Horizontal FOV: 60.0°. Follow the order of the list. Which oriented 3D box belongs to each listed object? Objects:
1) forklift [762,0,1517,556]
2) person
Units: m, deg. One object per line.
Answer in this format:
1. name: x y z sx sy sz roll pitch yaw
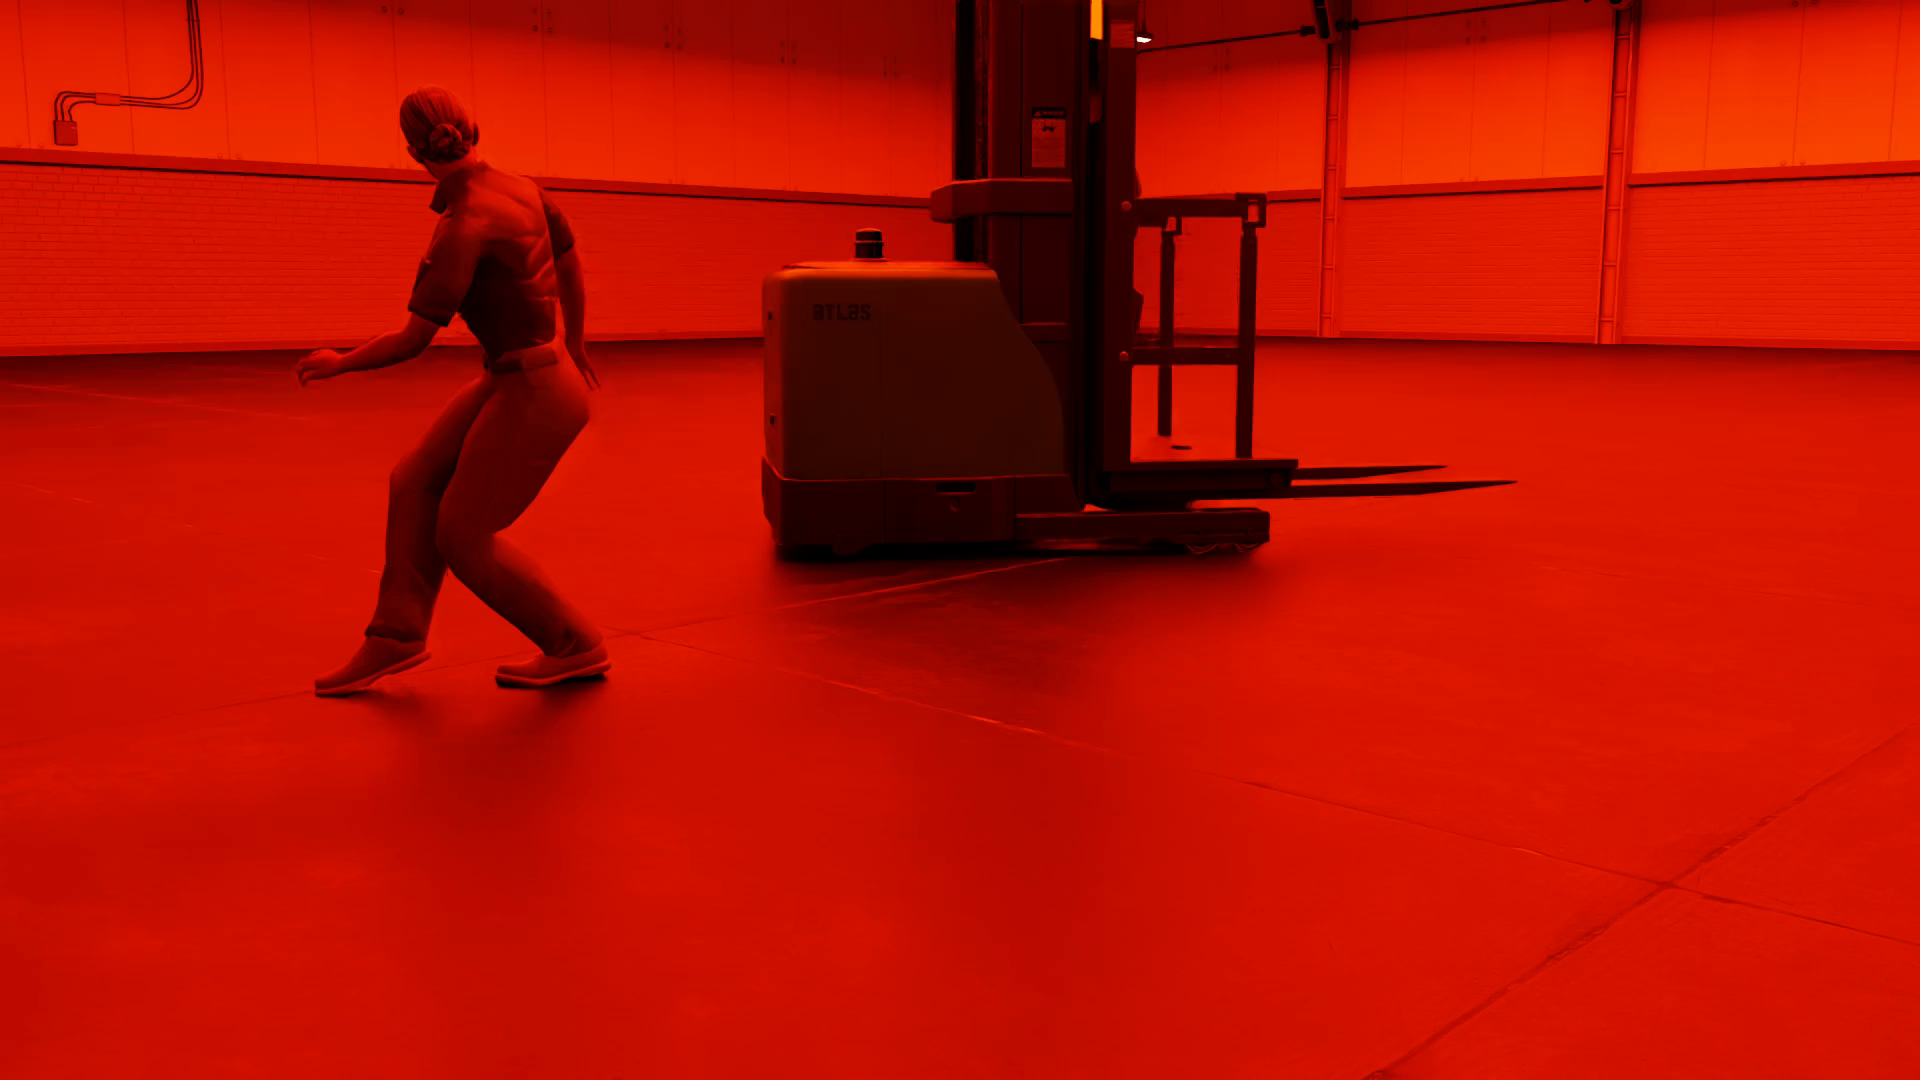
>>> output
1. forklift: 0.738 -1.475 6.669 3.031 2.935 1.130 -2 9 -11
2. person: -1.297 -0.378 4.264 0.744 1.501 0.688 -2 9 -12
